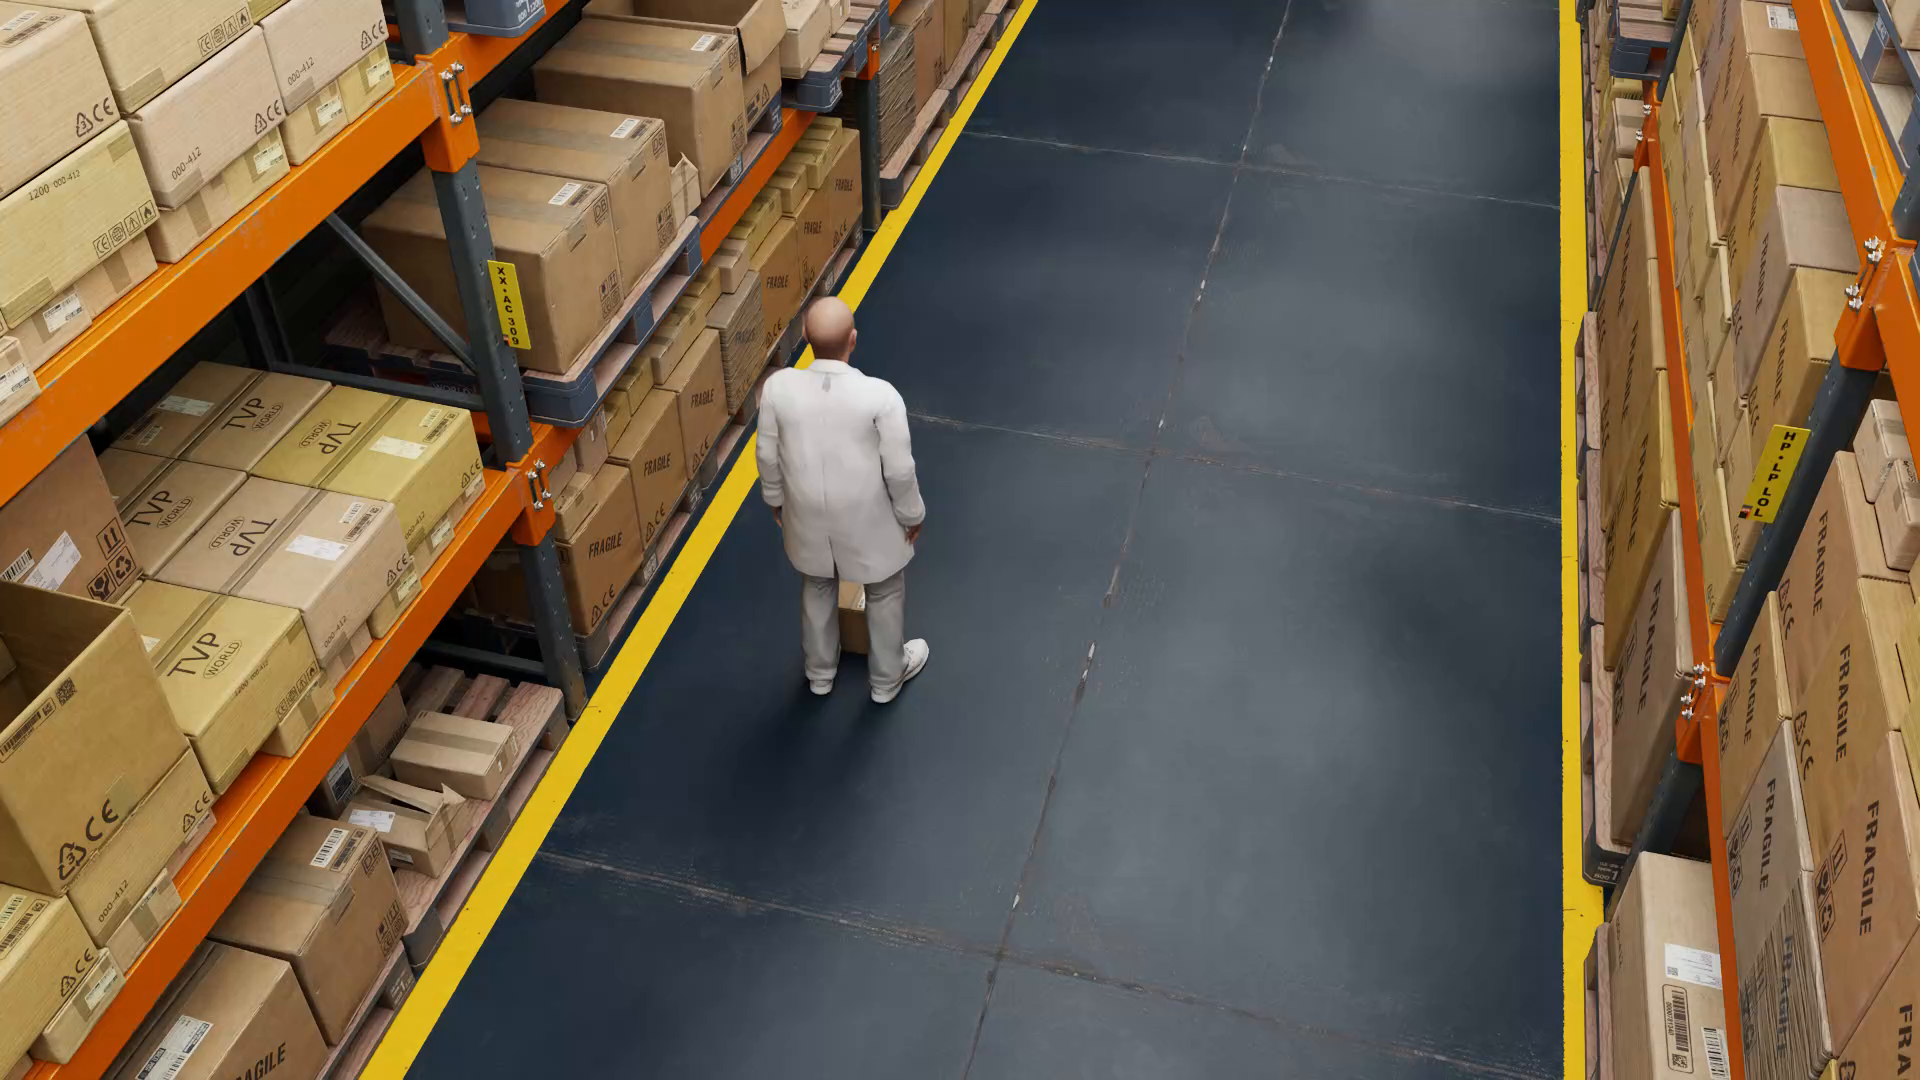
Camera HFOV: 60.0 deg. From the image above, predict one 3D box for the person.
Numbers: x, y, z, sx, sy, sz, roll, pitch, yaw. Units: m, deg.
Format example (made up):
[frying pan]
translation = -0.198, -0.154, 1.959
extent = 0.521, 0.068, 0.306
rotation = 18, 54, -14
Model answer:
[person]
translation = -0.443, -0.122, 6.309
extent = 0.640, 1.768, 0.427
rotation = 8, 41, 10
